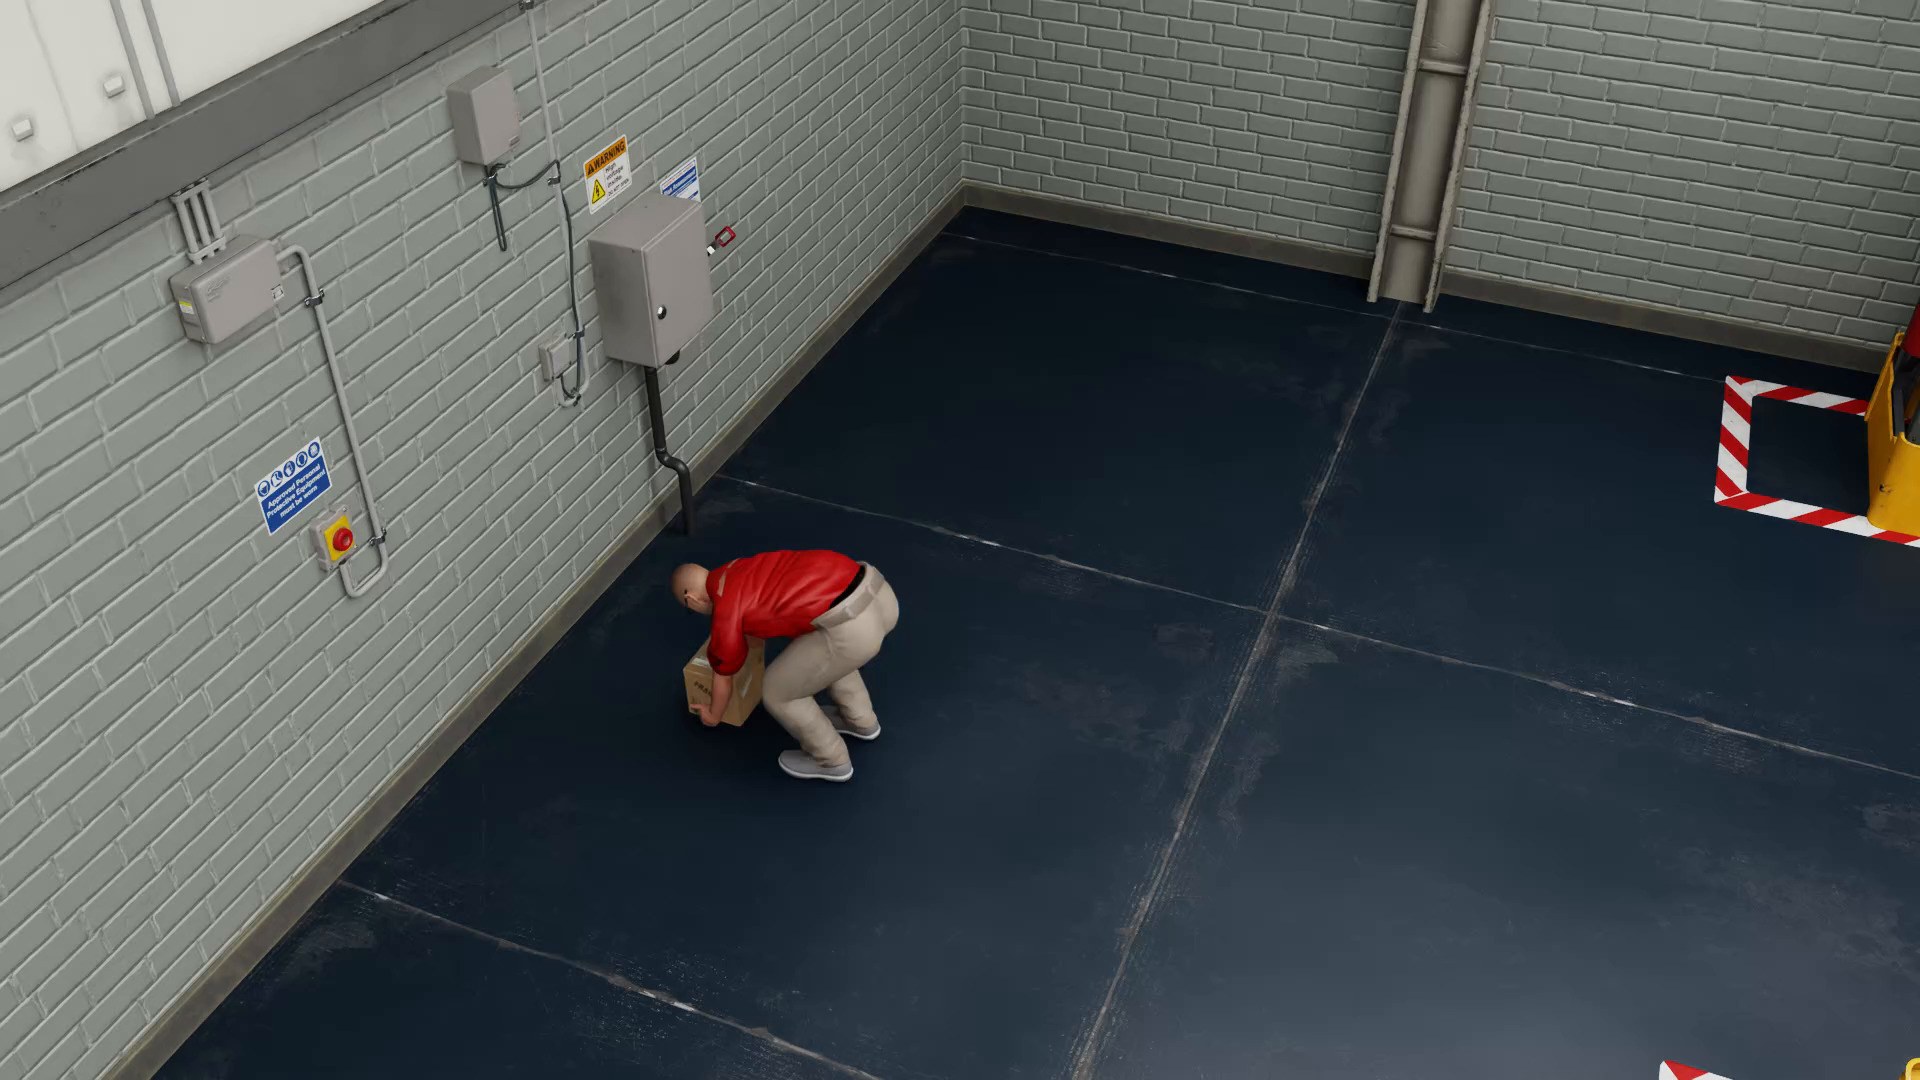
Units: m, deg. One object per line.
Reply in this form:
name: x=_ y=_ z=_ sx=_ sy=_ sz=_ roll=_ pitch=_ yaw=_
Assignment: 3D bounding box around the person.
person: x=-0.728 y=0.463 z=6.846 sx=0.958 sy=0.974 sz=0.528 roll=12 pitch=39 yaw=15
